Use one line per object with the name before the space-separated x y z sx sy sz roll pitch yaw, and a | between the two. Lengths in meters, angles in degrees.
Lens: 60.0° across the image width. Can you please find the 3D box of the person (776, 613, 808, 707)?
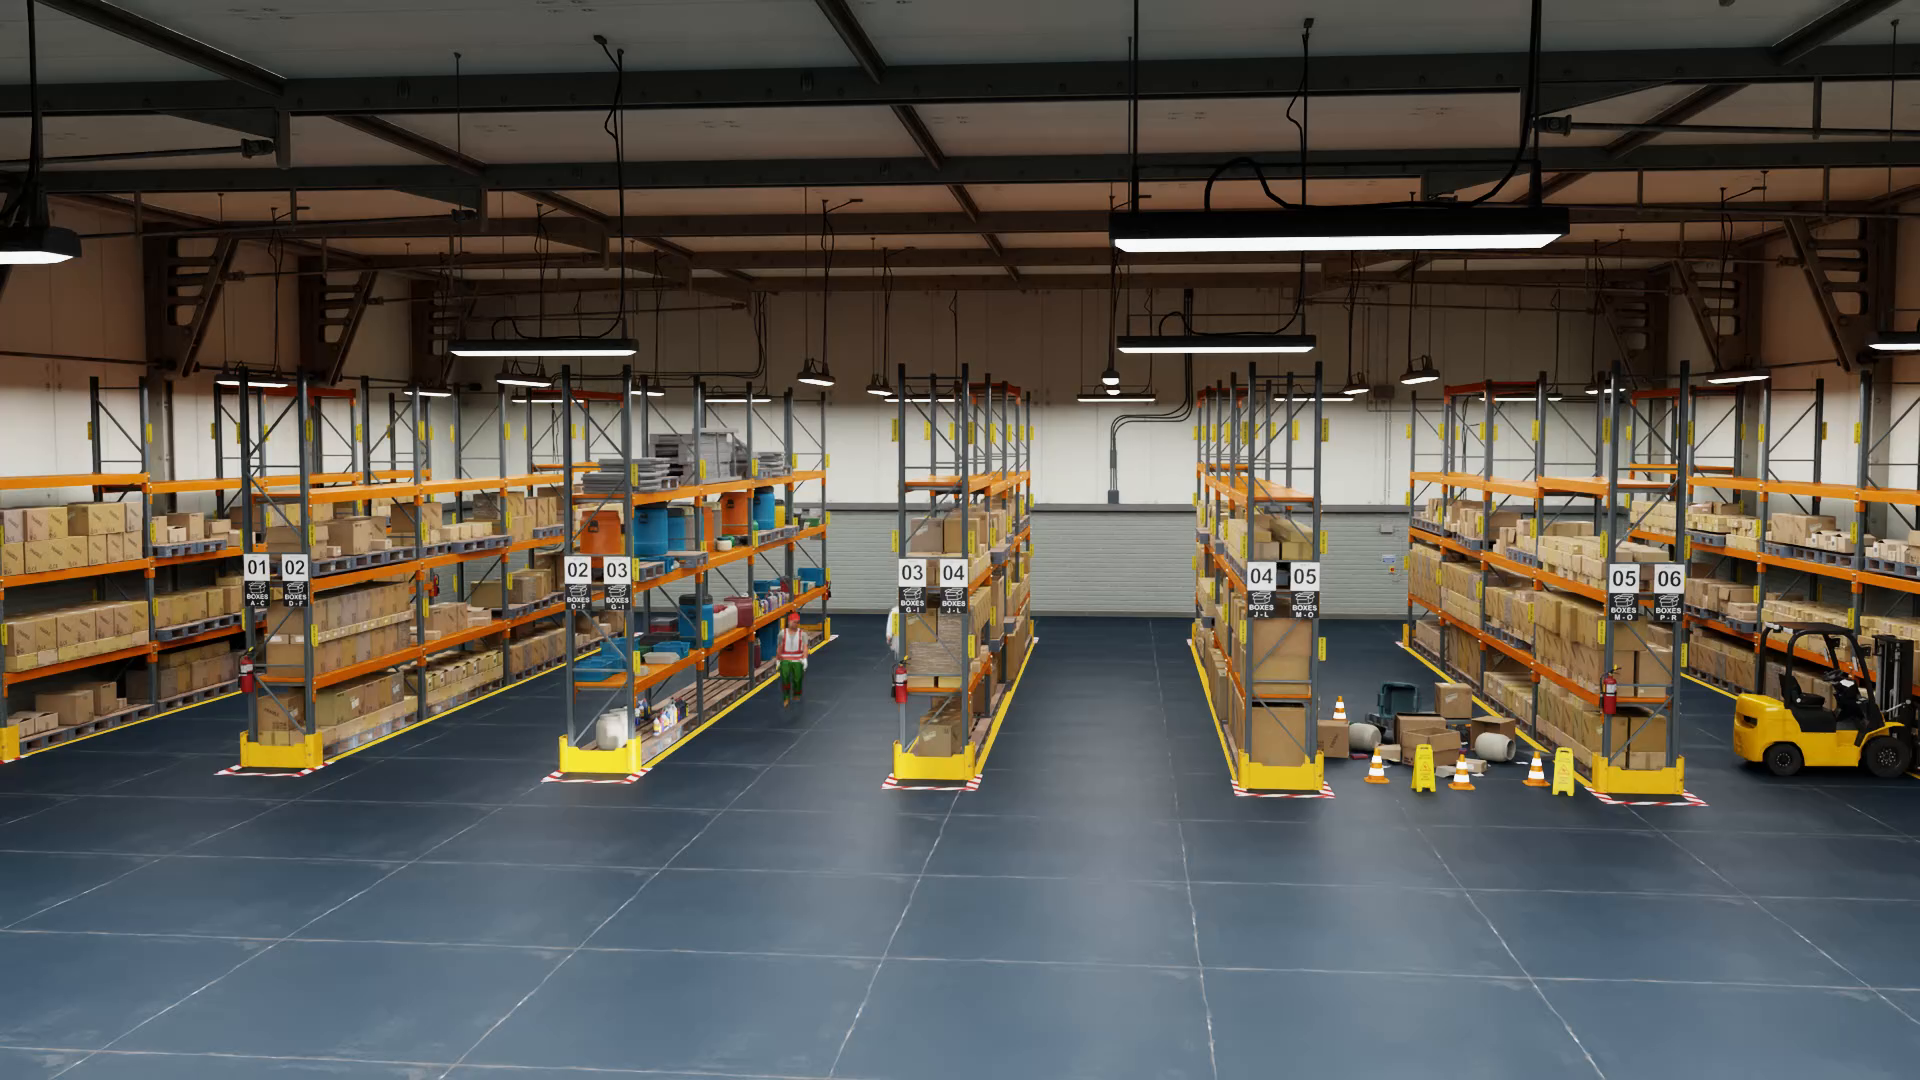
person | -2.944 2.098 29.229 0.563 1.587 0.673 -1 4 -8

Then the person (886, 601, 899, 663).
person | -1.164 1.852 33.104 0.599 1.511 1.151 1 4 9
